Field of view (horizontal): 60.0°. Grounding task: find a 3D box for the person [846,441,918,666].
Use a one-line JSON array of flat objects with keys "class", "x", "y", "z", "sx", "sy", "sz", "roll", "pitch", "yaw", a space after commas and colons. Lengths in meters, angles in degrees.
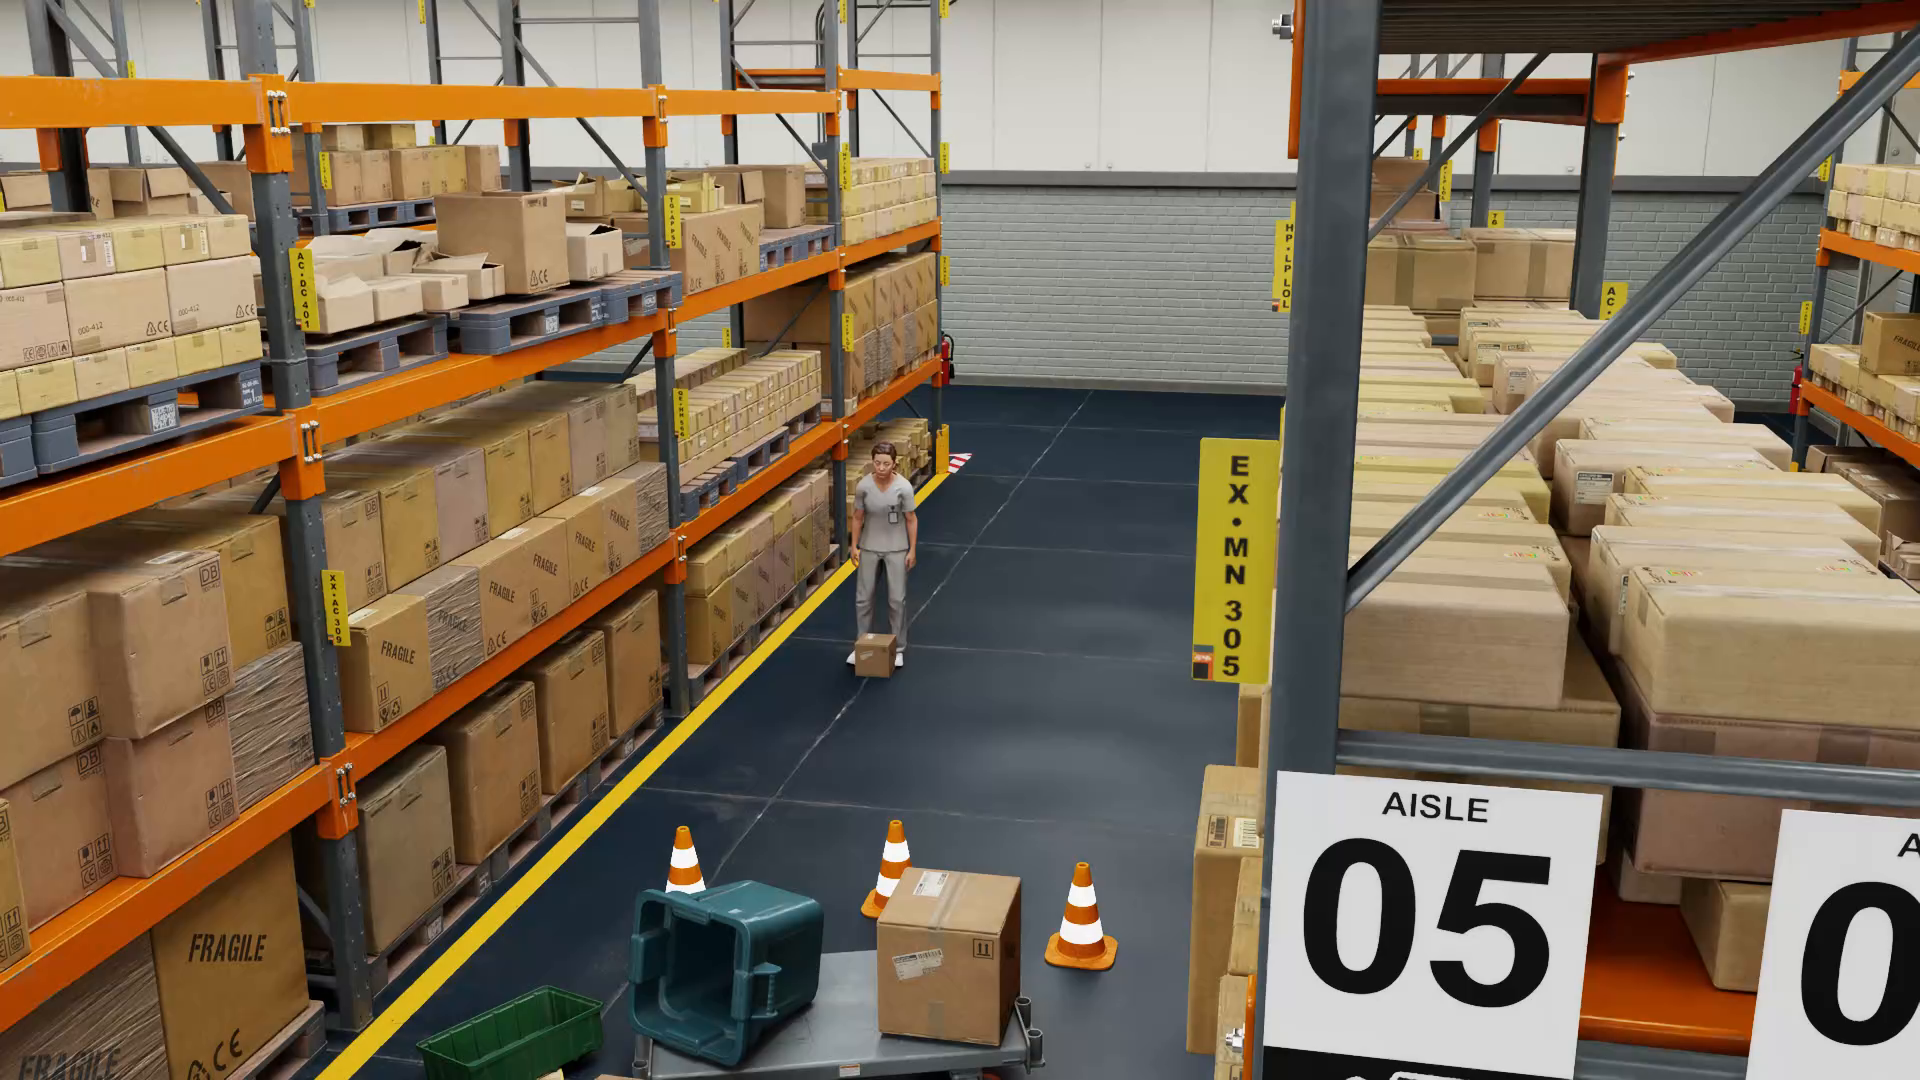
[{"class": "person", "x": -0.568, "y": 0.091, "z": 12.172, "sx": 0.512, "sy": 1.671, "sz": 0.364, "roll": 2, "pitch": 15, "yaw": 8}]
